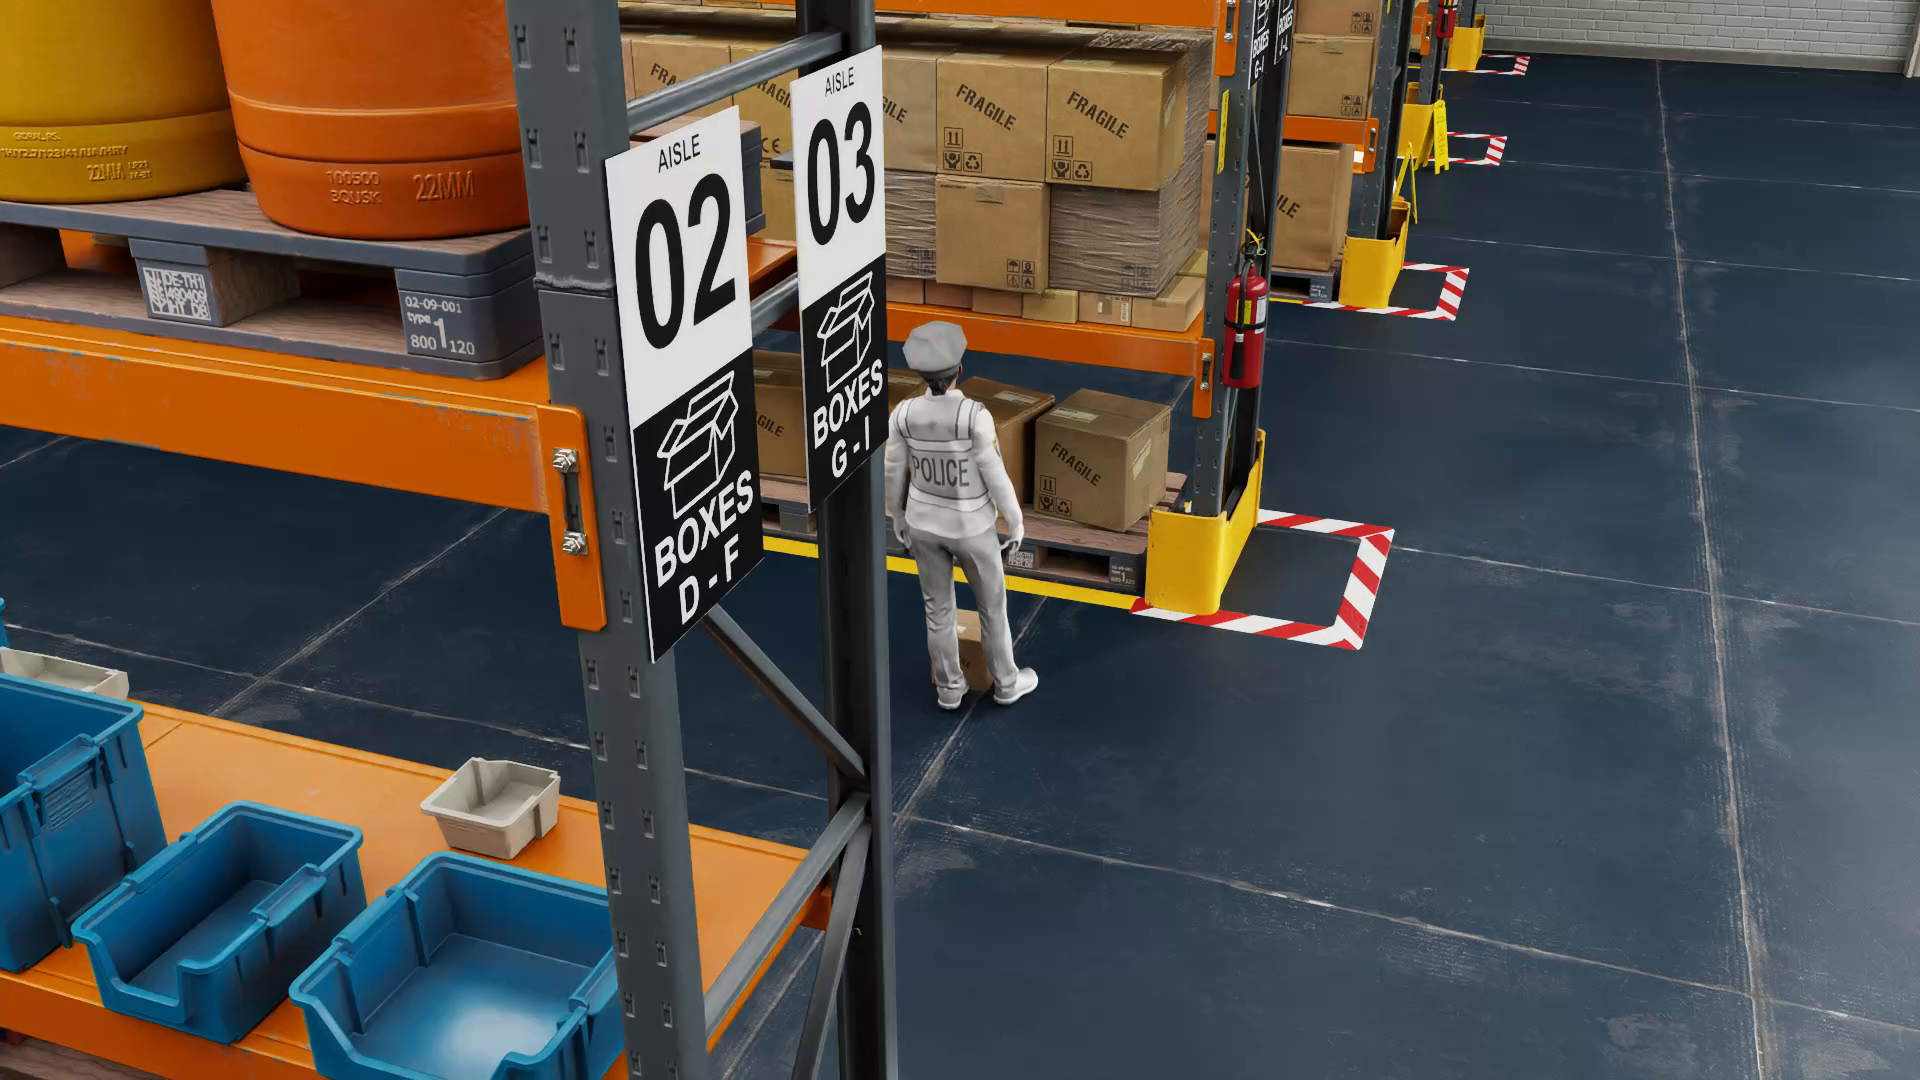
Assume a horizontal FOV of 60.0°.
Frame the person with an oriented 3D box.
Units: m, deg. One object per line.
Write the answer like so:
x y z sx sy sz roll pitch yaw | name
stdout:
-0.007 -0.091 6.740 0.586 1.694 0.530 9 27 18 | person
